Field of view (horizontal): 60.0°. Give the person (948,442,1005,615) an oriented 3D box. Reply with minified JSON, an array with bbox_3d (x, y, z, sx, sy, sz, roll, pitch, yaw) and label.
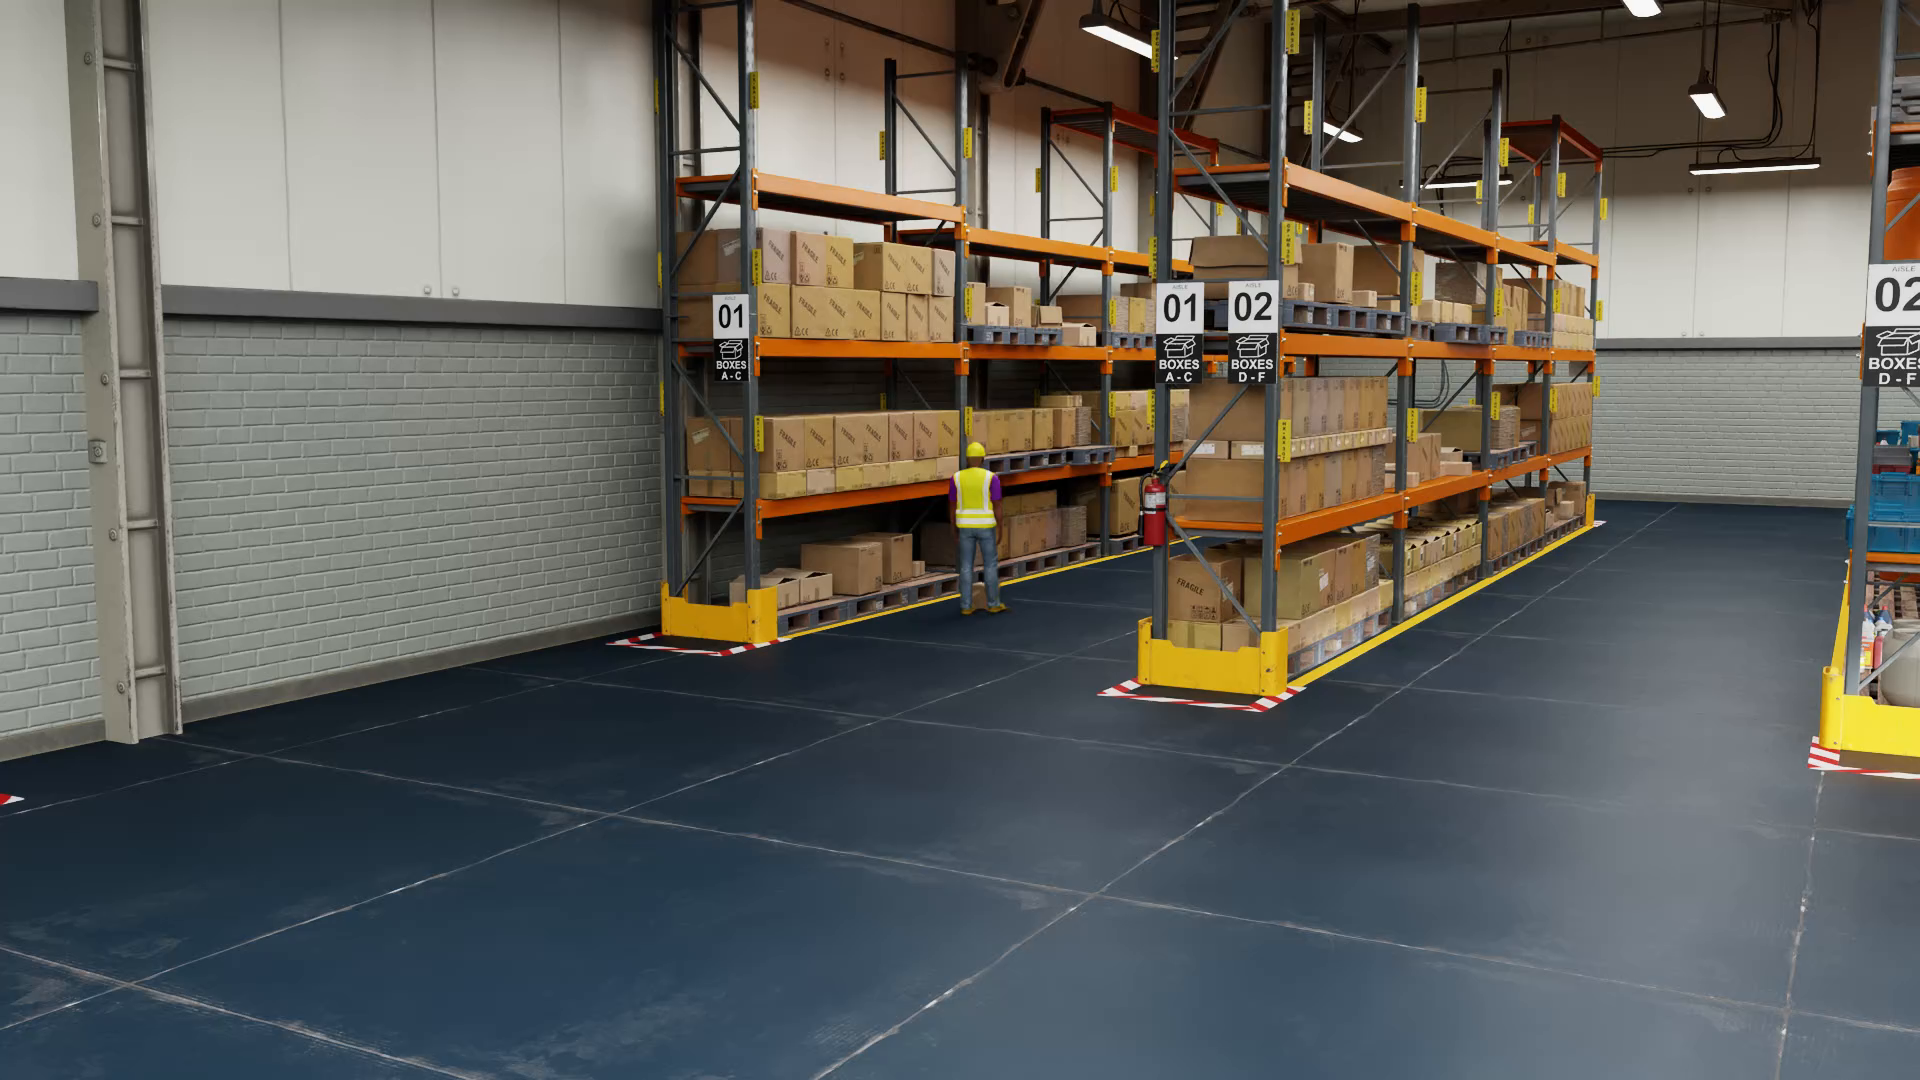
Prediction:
[{"bbox_3d":[0.183,-0.128,17.219,0.569,1.771,0.496,1,6,12],"label":"person"}]
